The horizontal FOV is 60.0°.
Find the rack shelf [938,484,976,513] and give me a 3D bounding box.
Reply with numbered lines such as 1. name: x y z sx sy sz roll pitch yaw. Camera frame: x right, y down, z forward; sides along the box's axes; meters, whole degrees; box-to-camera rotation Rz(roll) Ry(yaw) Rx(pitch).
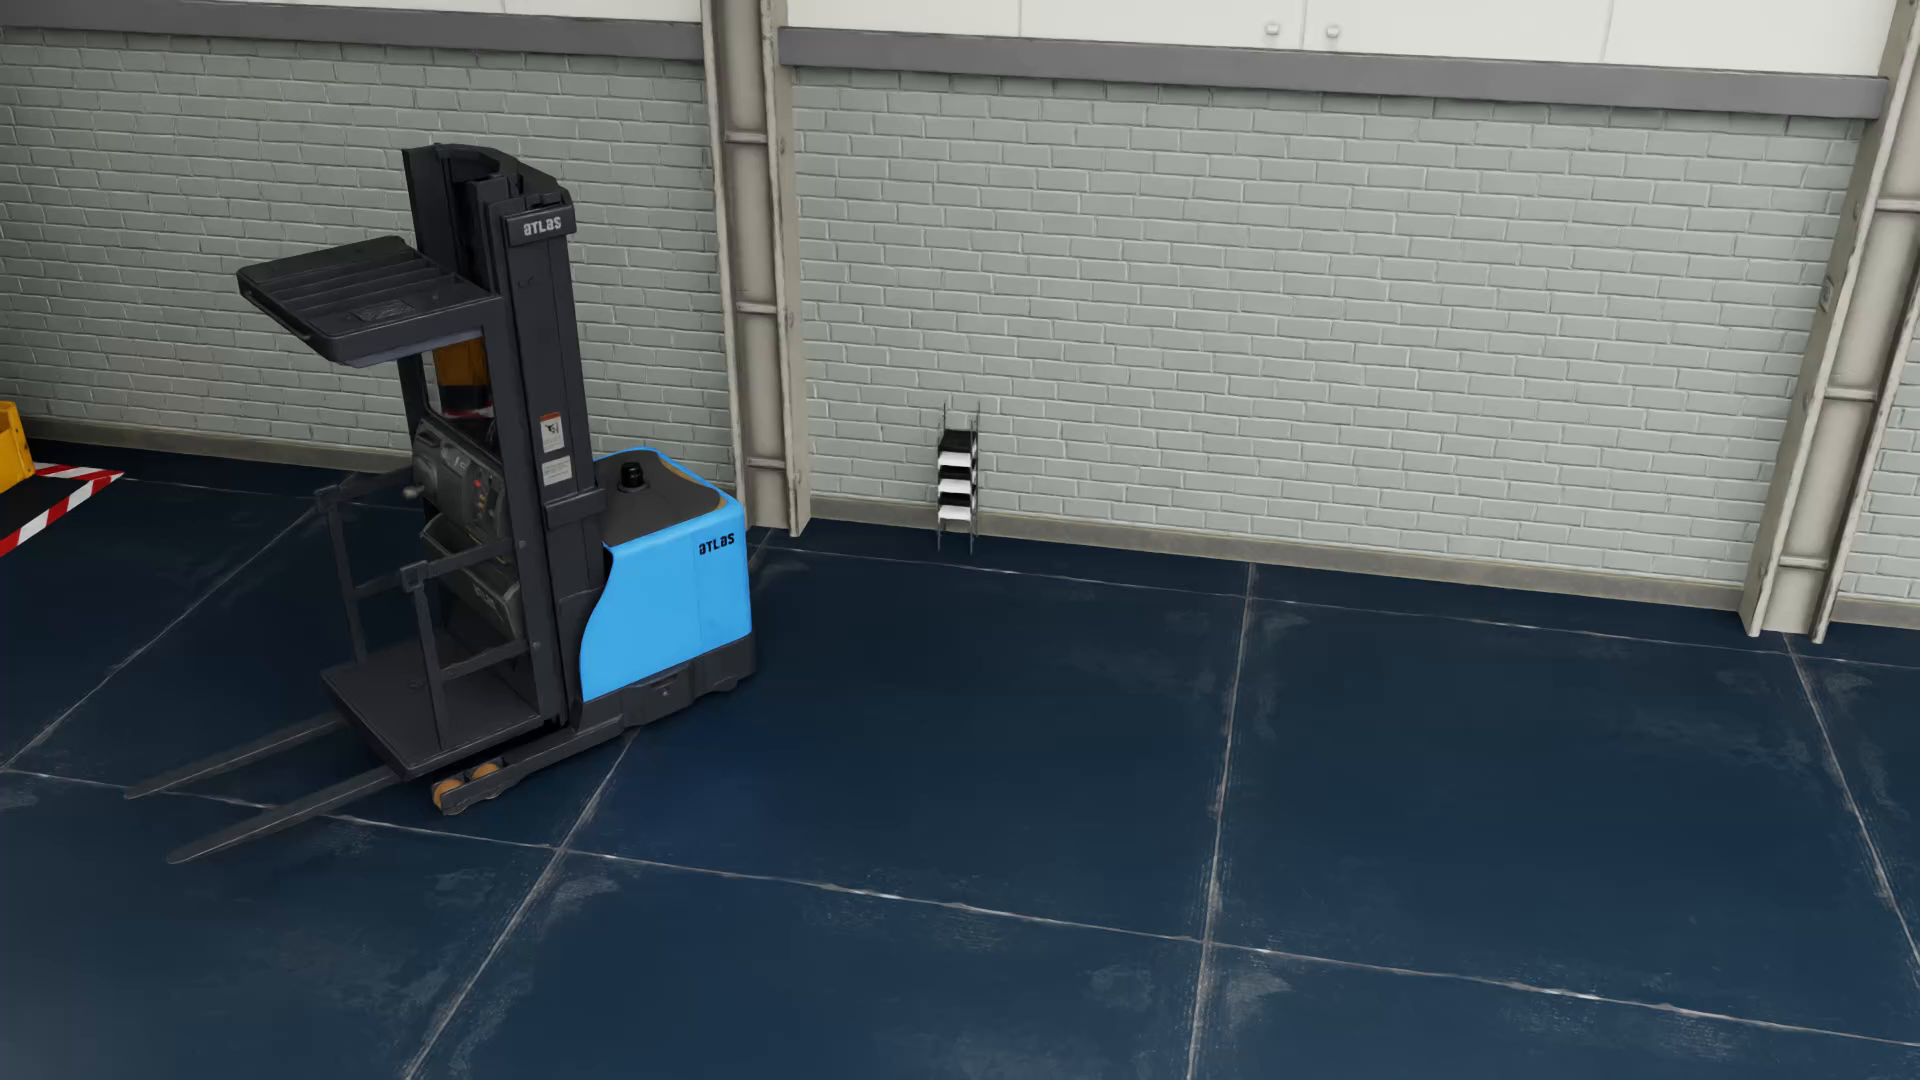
1. rack shelf: -0.013 -0.264 10.213 0.200 0.077 0.258 5 29 8

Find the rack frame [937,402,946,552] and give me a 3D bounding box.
1. rack frame: -0.113 -0.381 10.169 0.006 0.900 0.240 5 29 8

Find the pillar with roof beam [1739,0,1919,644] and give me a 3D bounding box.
1. pillar with roof beam: 3.791 -1.434 3.661 0.400 9.000 9.100 6 29 11

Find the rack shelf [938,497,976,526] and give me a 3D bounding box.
1. rack shelf: -0.013 -0.185 10.256 0.200 0.077 0.258 5 29 8

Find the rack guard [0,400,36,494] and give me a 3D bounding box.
1. rack guard: -6.529 -0.436 10.688 0.348 0.500 1.175 6 29 11

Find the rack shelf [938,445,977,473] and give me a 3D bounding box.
1. rack shelf: -0.012 -0.501 10.084 0.200 0.077 0.258 5 29 8

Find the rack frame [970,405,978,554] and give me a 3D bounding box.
1. rack frame: 0.088 -0.364 10.139 0.006 0.900 0.240 5 29 8

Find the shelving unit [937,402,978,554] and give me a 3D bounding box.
1. shelving unit: -0.013 -0.372 10.154 0.210 0.900 0.258 5 29 8

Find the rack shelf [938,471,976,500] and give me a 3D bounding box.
1. rack shelf: -0.013 -0.343 10.170 0.200 0.077 0.258 5 29 8

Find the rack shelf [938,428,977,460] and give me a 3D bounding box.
1. rack shelf: -0.012 -0.581 10.041 0.200 0.077 0.258 5 29 8

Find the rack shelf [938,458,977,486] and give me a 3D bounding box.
1. rack shelf: -0.012 -0.422 10.127 0.200 0.077 0.258 5 29 8

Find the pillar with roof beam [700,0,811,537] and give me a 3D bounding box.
1. pillar with roof beam: -2.077 -2.036 4.760 0.400 9.000 9.100 6 29 11

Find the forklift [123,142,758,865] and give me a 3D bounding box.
1. forklift: -2.547 -0.250 7.817 3.031 2.935 1.130 -22 36 -35
